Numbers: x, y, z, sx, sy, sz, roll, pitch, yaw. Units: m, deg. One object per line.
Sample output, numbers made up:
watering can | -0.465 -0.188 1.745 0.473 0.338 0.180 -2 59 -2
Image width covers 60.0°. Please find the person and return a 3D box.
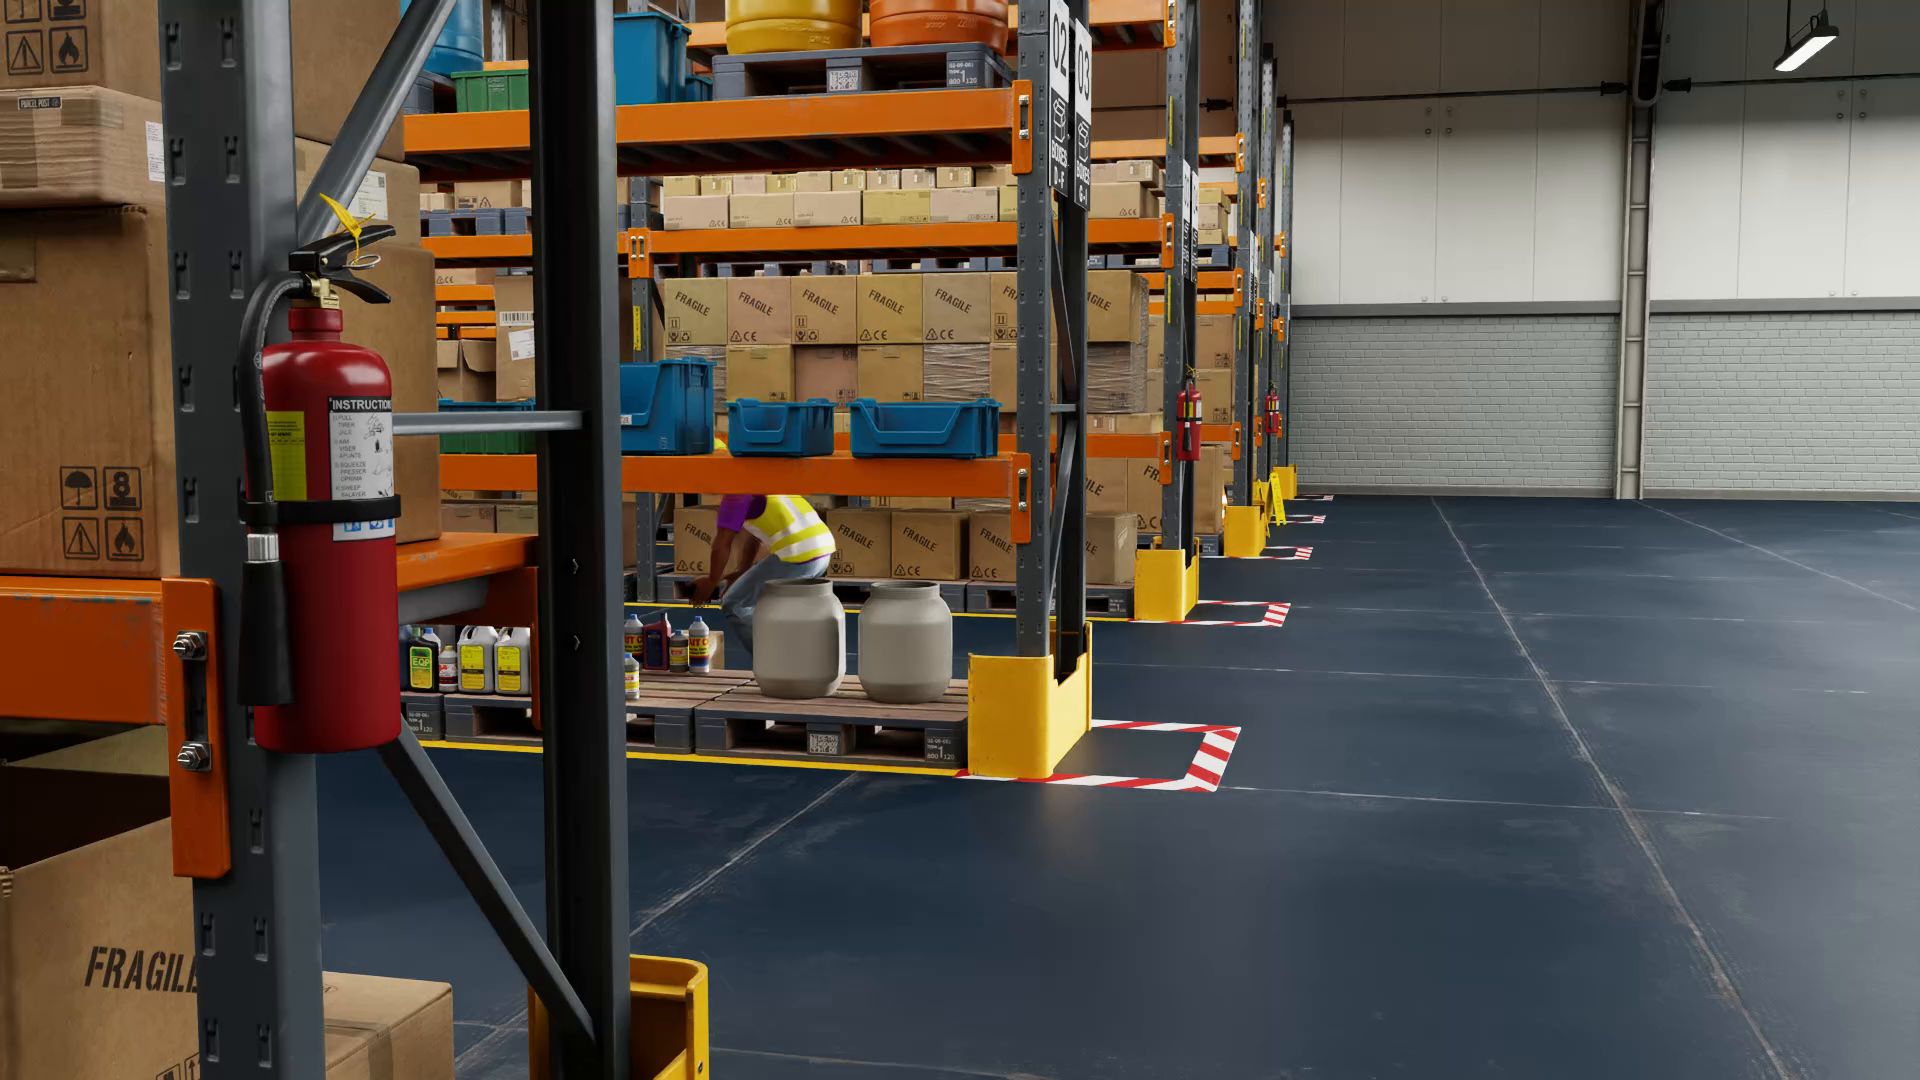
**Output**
person | -1.097 0.113 9.083 0.792 1.343 0.631 1 5 14
